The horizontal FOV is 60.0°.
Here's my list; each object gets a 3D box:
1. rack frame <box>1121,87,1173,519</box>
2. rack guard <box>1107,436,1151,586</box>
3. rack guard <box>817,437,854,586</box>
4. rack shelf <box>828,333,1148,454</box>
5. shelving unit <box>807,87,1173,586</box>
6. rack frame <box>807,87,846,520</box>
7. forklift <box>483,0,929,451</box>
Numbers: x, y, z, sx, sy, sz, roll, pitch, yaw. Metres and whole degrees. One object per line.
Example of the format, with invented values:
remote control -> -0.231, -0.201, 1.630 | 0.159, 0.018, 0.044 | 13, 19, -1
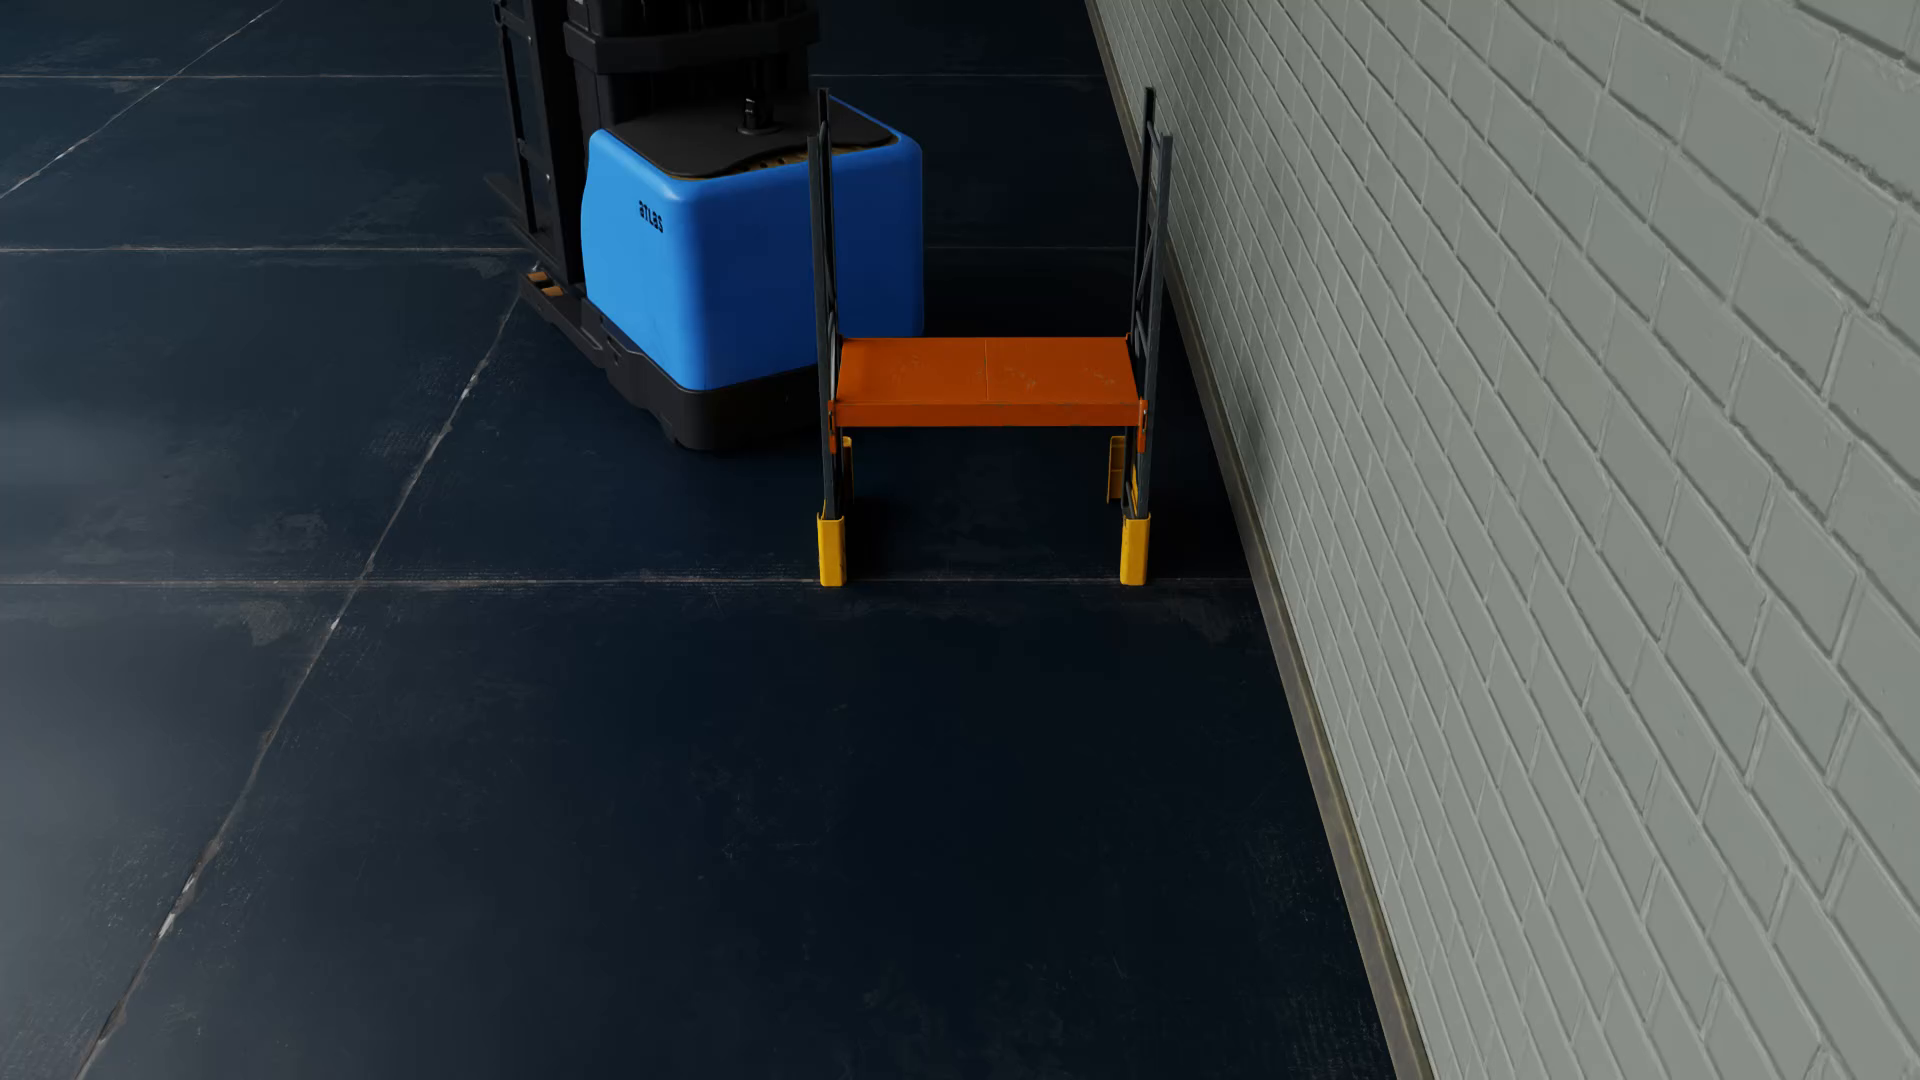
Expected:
rack frame -> 0.594, -0.643, 5.364 | 0.032, 1.500, 0.500 | 0, 31, 0
rack guard -> 0.574, -0.109, 5.688 | 0.087, 0.250, 0.587 | 0, 31, 0
rack guard -> -0.422, -0.106, 5.683 | 0.087, 0.250, 0.587 | 0, 31, 0
rack shelf -> 0.085, -0.488, 5.455 | 1.000, 0.185, 0.538 | 0, 31, 0
shelving unit -> 0.076, -0.641, 5.361 | 1.083, 1.500, 0.587 | 0, 31, 0
rack frame -> -0.423, -0.640, 5.359 | 0.032, 1.500, 0.500 | 0, 31, 0
forklift -> -1.317, -2.314, 6.738 | 1.130, 2.935, 3.031 | -17, 35, -26
